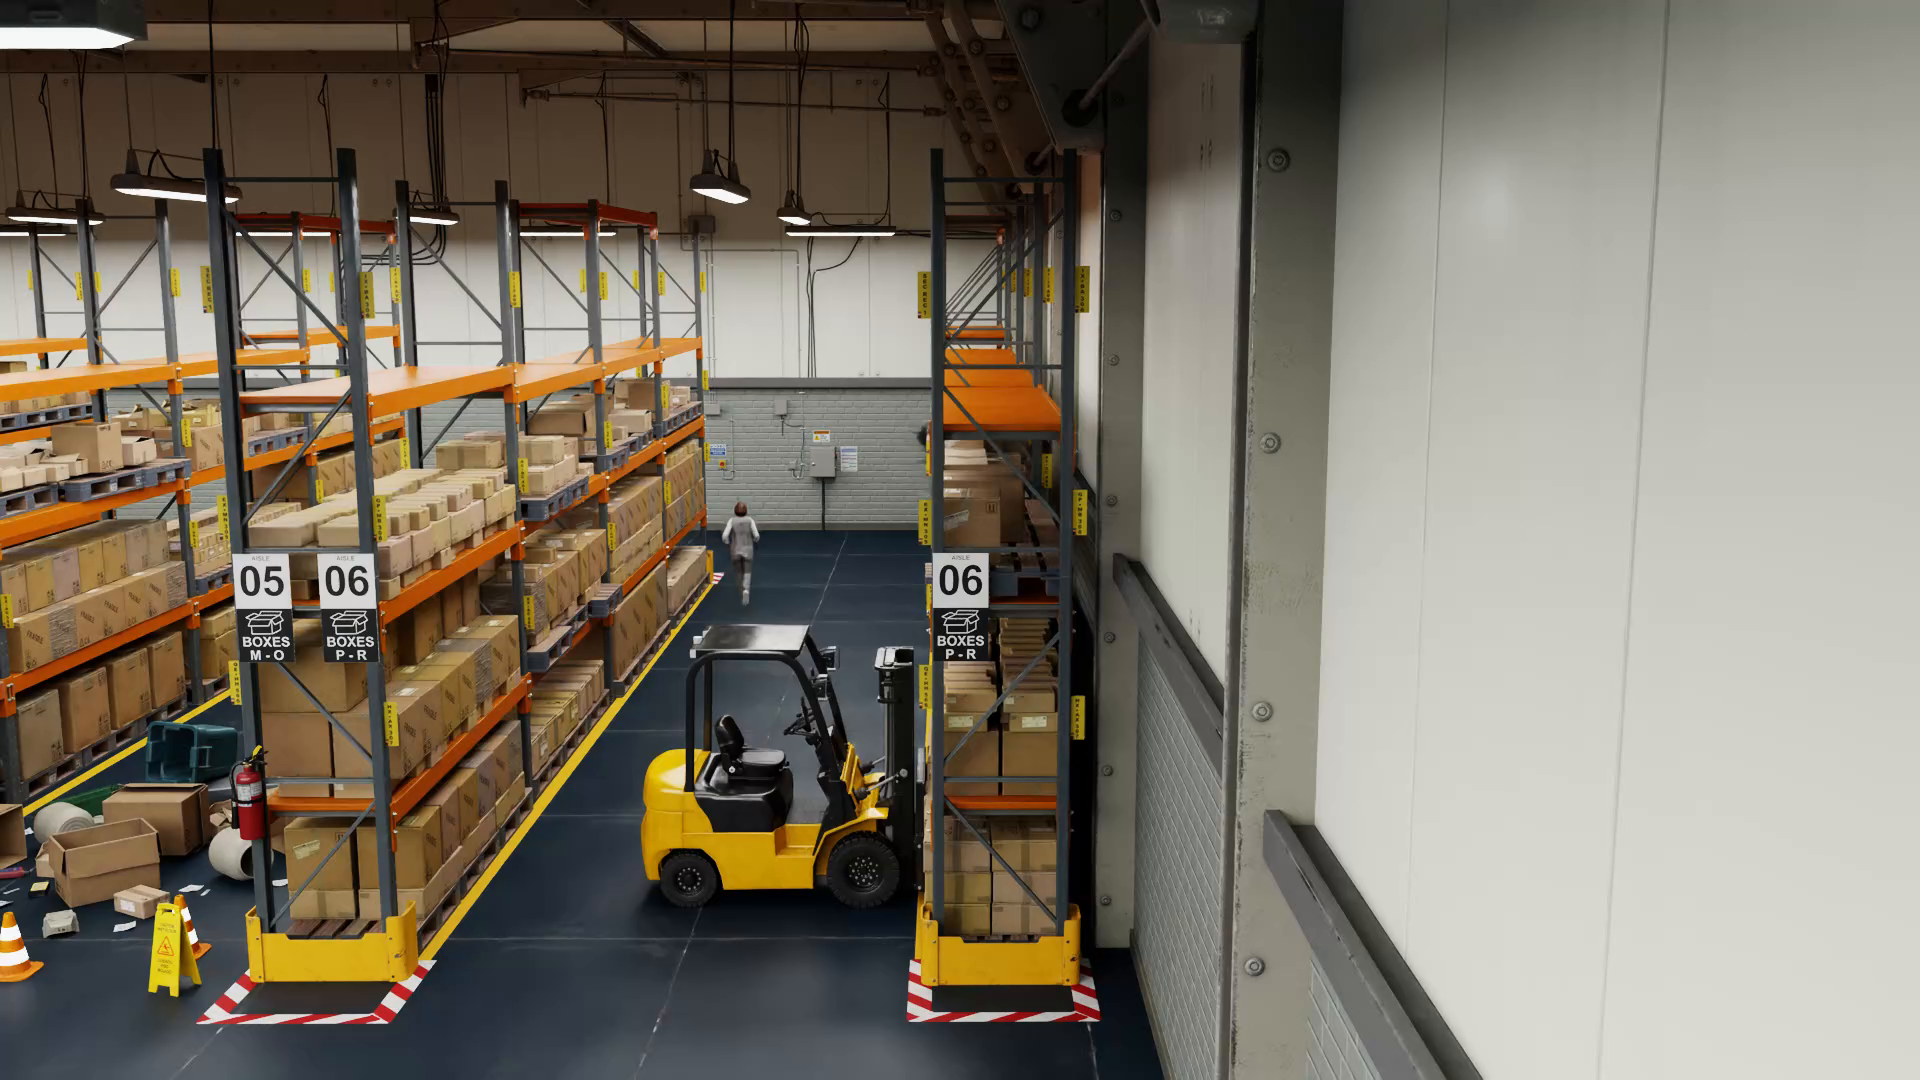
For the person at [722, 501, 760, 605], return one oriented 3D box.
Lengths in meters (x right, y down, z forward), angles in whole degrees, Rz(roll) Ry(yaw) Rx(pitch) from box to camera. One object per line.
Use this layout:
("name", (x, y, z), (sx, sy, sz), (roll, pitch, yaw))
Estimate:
("person", (-3.198, 0.227, 24.378), (0.542, 1.561, 0.613), (-1, 9, -5))
